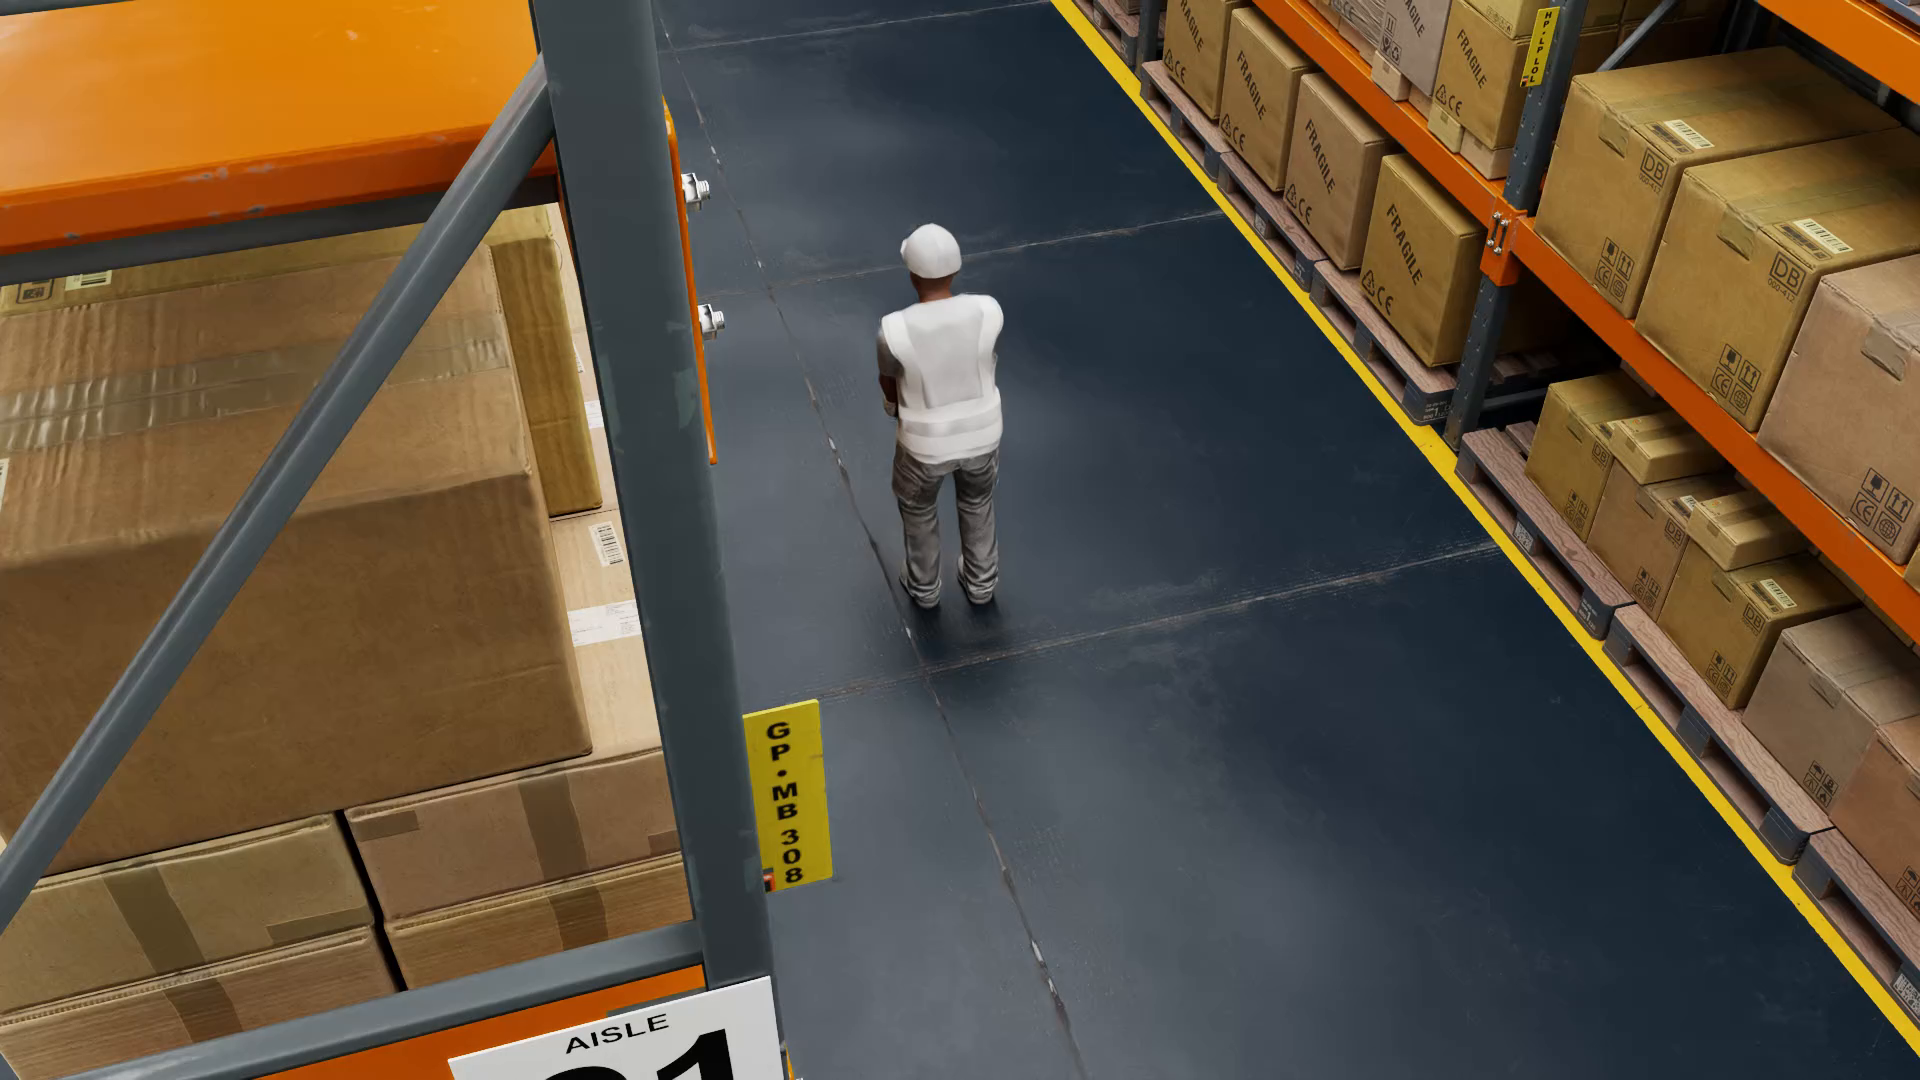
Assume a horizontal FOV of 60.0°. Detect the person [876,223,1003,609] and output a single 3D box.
[{"bbox_3d":[-0.096,-0.478,6.690,0.491,1.767,0.593,-13,43,-14],"label":"person"}]
